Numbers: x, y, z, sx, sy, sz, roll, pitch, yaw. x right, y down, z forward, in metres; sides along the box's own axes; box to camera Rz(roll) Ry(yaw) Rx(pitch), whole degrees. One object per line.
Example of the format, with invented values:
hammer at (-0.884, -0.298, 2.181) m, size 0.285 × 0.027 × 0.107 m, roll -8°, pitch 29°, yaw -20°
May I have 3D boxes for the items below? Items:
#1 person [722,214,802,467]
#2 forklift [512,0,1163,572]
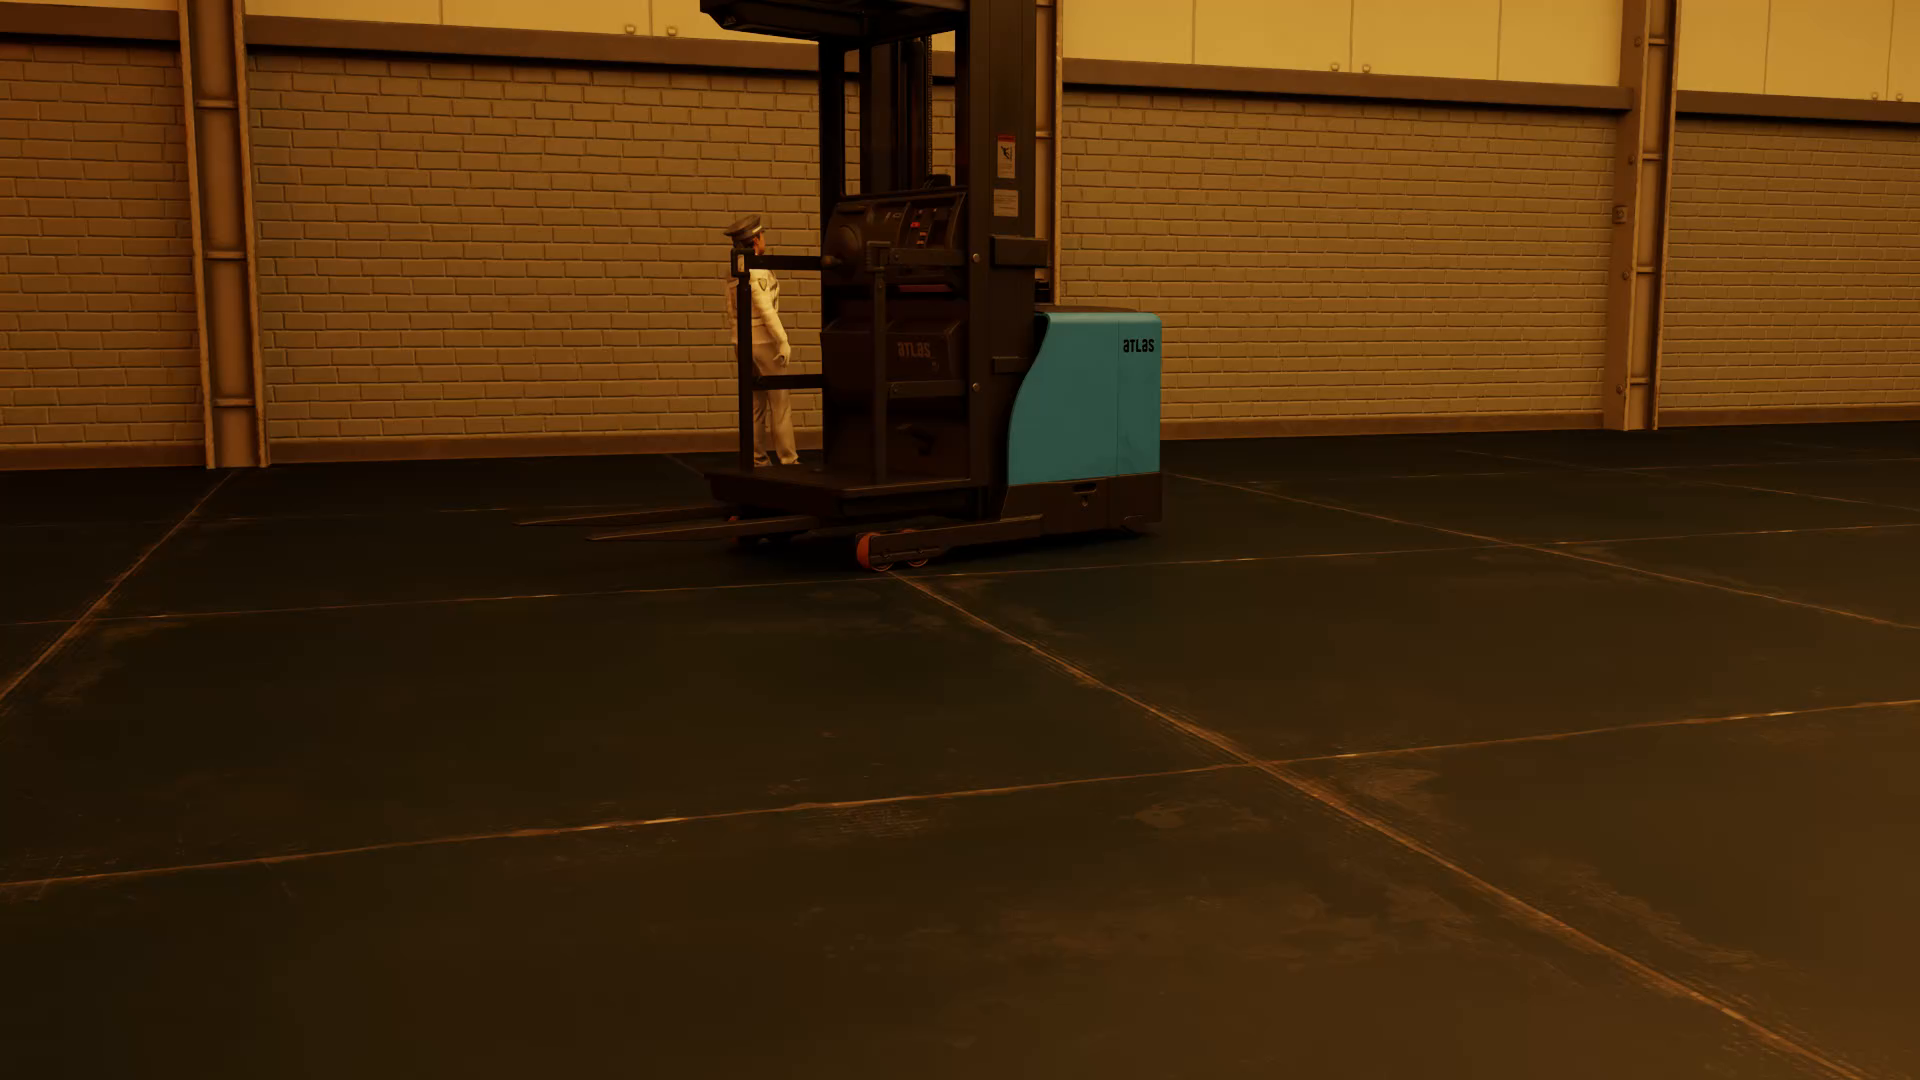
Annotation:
person at (-1.231, -1.239, 10.692) m, size 0.534 × 1.694 × 0.584 m, roll -5°, pitch 9°, yaw -33°
forklift at (-0.461, -1.399, 7.333) m, size 3.031 × 2.935 × 1.130 m, roll -7°, pitch 10°, yaw -40°
